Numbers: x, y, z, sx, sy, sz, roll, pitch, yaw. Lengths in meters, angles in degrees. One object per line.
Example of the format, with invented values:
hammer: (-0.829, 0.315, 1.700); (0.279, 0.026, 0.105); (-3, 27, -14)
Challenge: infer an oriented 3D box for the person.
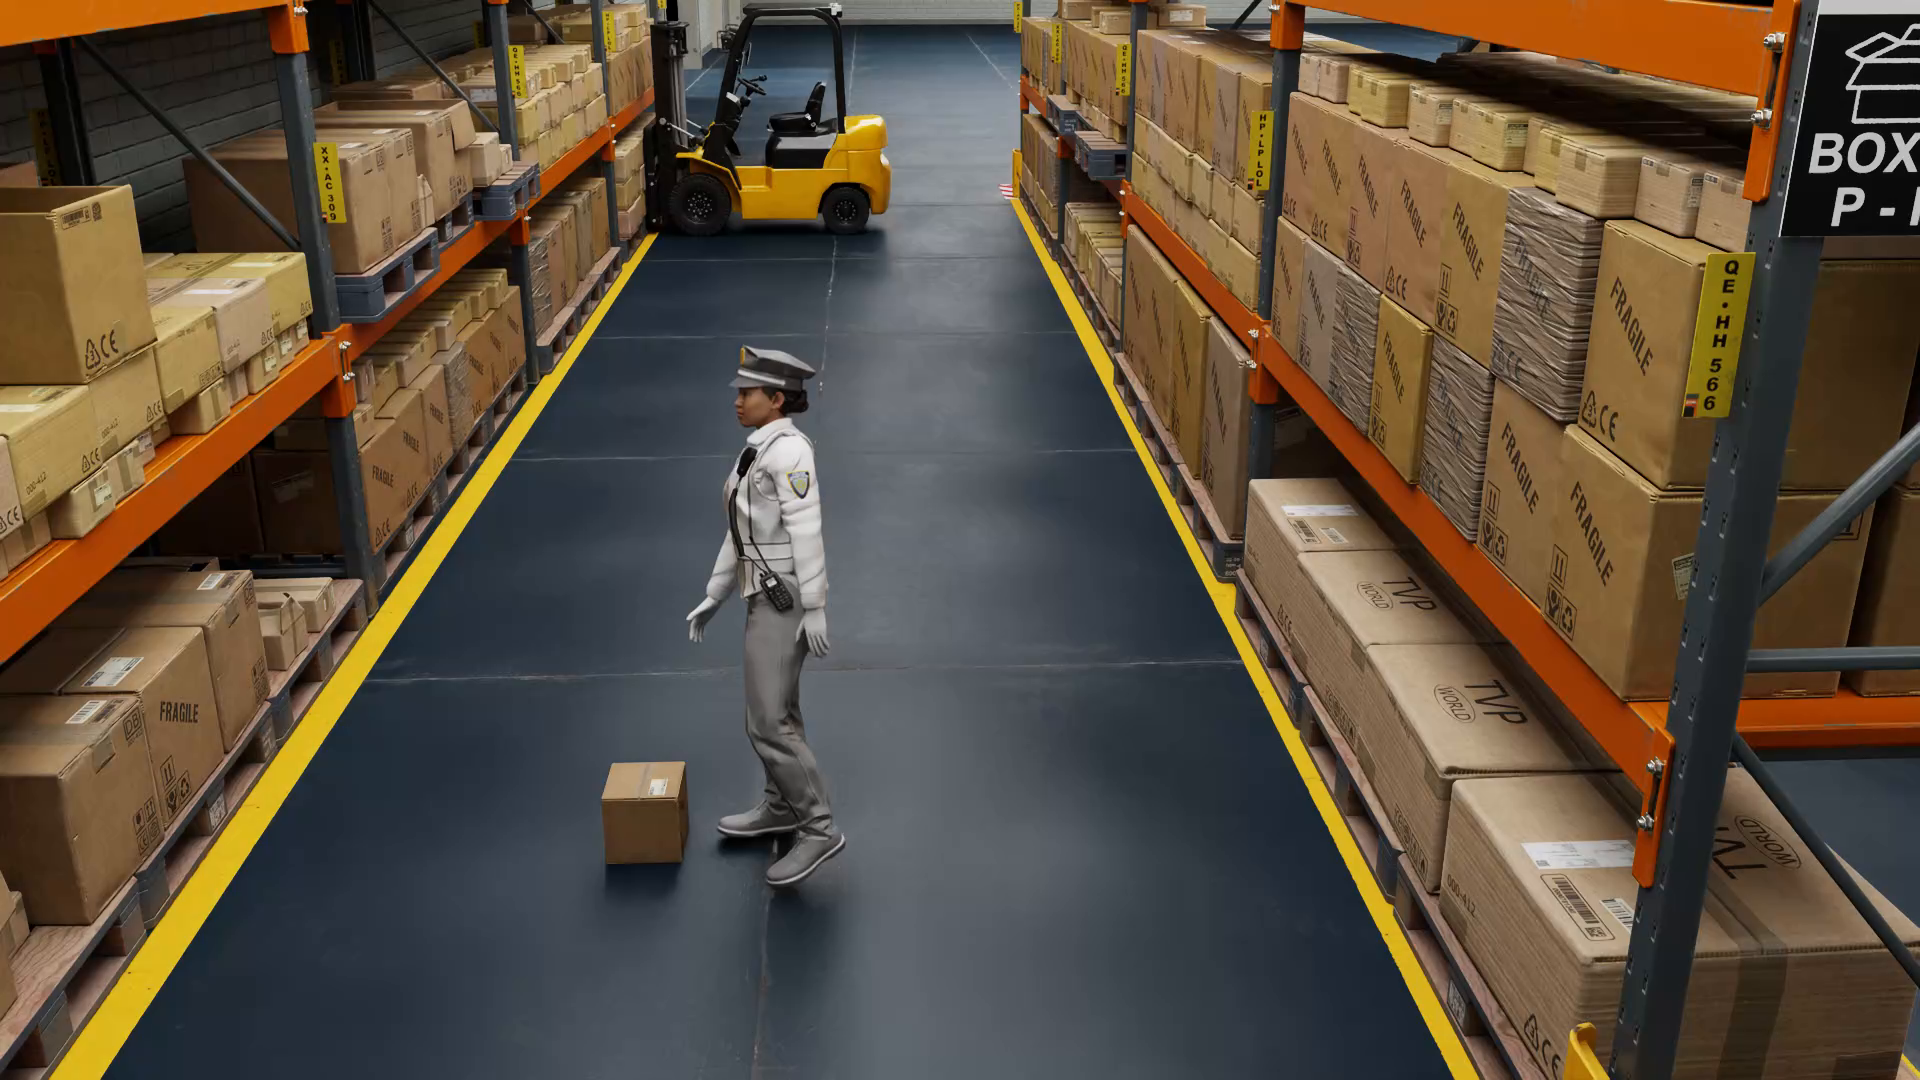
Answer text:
person: (-0.642, 0.245, 5.345); (0.485, 1.686, 0.717); (-3, 21, -7)
